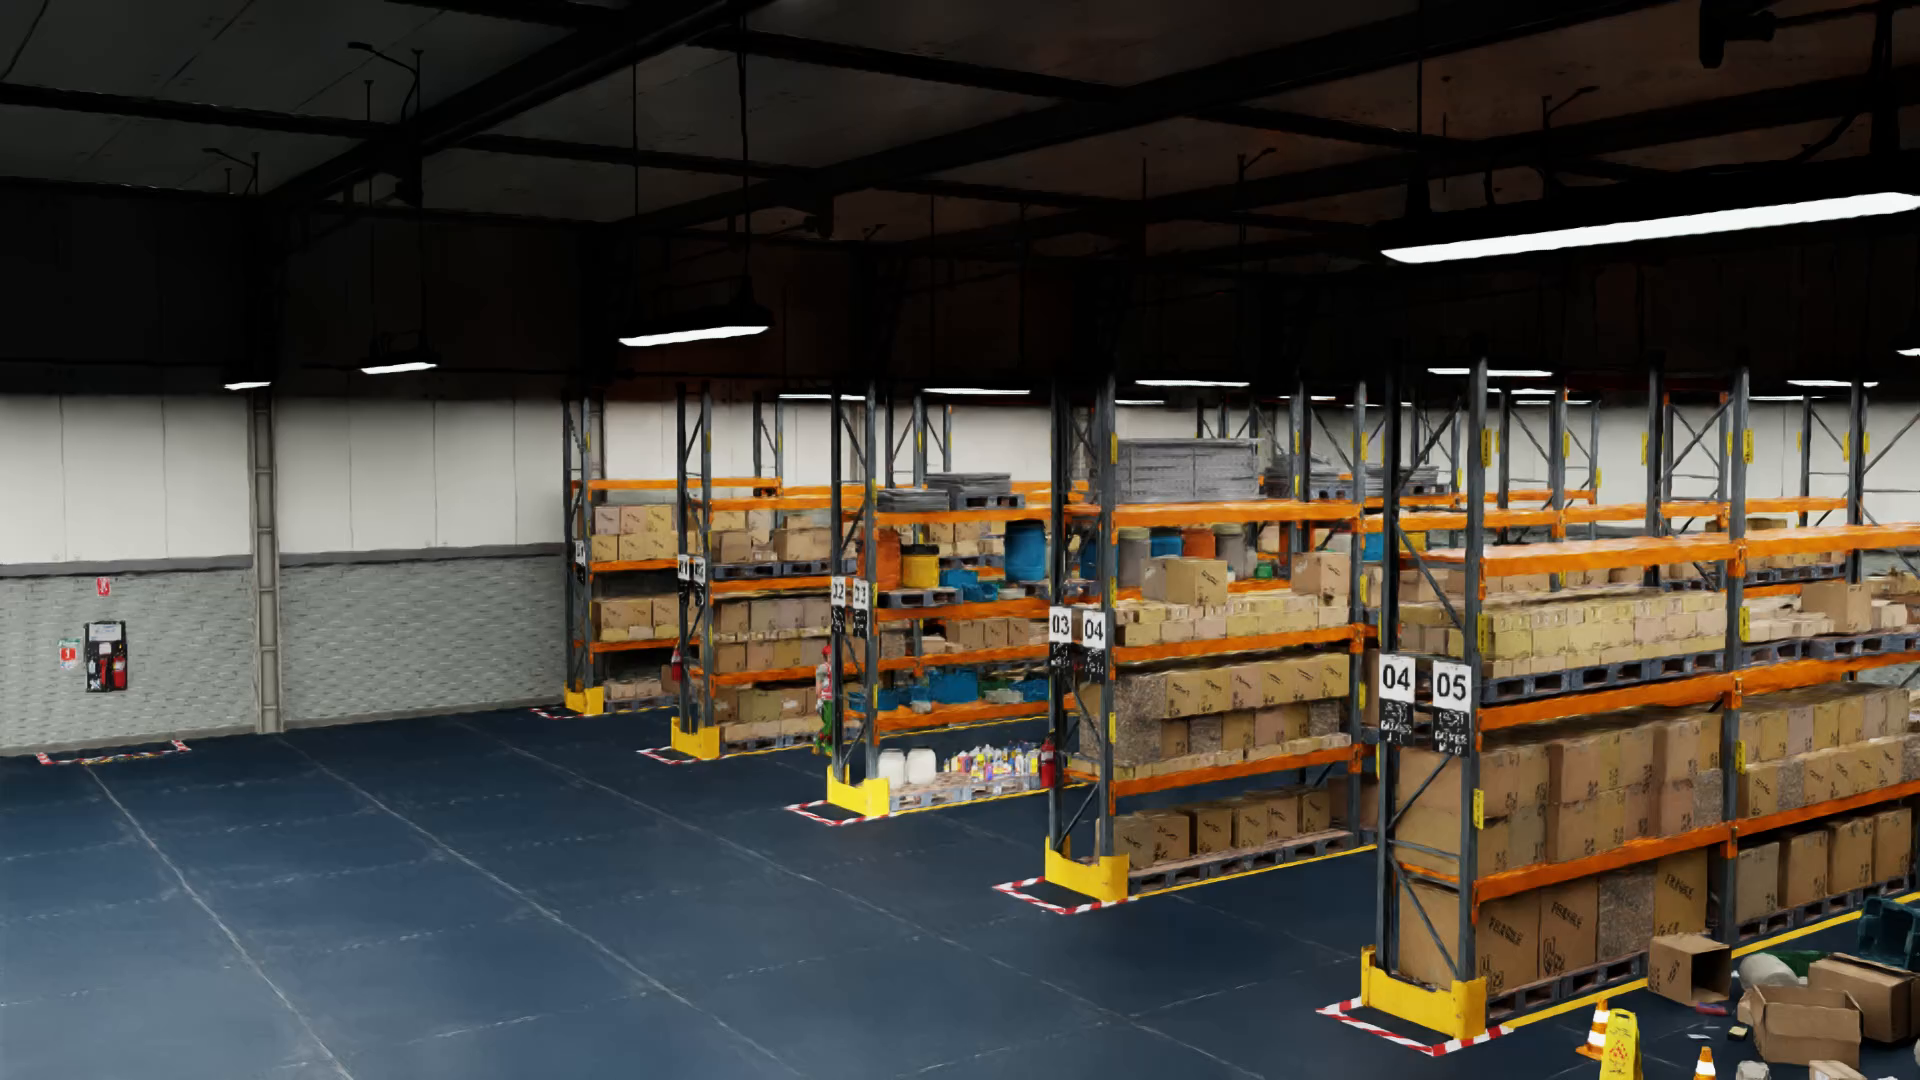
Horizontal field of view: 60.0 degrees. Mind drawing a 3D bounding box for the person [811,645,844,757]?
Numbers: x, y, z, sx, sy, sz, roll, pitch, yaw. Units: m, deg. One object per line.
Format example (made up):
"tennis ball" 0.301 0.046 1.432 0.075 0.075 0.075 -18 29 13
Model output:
"person" -2.115 2.567 26.523 0.443 1.786 0.594 2 4 27
